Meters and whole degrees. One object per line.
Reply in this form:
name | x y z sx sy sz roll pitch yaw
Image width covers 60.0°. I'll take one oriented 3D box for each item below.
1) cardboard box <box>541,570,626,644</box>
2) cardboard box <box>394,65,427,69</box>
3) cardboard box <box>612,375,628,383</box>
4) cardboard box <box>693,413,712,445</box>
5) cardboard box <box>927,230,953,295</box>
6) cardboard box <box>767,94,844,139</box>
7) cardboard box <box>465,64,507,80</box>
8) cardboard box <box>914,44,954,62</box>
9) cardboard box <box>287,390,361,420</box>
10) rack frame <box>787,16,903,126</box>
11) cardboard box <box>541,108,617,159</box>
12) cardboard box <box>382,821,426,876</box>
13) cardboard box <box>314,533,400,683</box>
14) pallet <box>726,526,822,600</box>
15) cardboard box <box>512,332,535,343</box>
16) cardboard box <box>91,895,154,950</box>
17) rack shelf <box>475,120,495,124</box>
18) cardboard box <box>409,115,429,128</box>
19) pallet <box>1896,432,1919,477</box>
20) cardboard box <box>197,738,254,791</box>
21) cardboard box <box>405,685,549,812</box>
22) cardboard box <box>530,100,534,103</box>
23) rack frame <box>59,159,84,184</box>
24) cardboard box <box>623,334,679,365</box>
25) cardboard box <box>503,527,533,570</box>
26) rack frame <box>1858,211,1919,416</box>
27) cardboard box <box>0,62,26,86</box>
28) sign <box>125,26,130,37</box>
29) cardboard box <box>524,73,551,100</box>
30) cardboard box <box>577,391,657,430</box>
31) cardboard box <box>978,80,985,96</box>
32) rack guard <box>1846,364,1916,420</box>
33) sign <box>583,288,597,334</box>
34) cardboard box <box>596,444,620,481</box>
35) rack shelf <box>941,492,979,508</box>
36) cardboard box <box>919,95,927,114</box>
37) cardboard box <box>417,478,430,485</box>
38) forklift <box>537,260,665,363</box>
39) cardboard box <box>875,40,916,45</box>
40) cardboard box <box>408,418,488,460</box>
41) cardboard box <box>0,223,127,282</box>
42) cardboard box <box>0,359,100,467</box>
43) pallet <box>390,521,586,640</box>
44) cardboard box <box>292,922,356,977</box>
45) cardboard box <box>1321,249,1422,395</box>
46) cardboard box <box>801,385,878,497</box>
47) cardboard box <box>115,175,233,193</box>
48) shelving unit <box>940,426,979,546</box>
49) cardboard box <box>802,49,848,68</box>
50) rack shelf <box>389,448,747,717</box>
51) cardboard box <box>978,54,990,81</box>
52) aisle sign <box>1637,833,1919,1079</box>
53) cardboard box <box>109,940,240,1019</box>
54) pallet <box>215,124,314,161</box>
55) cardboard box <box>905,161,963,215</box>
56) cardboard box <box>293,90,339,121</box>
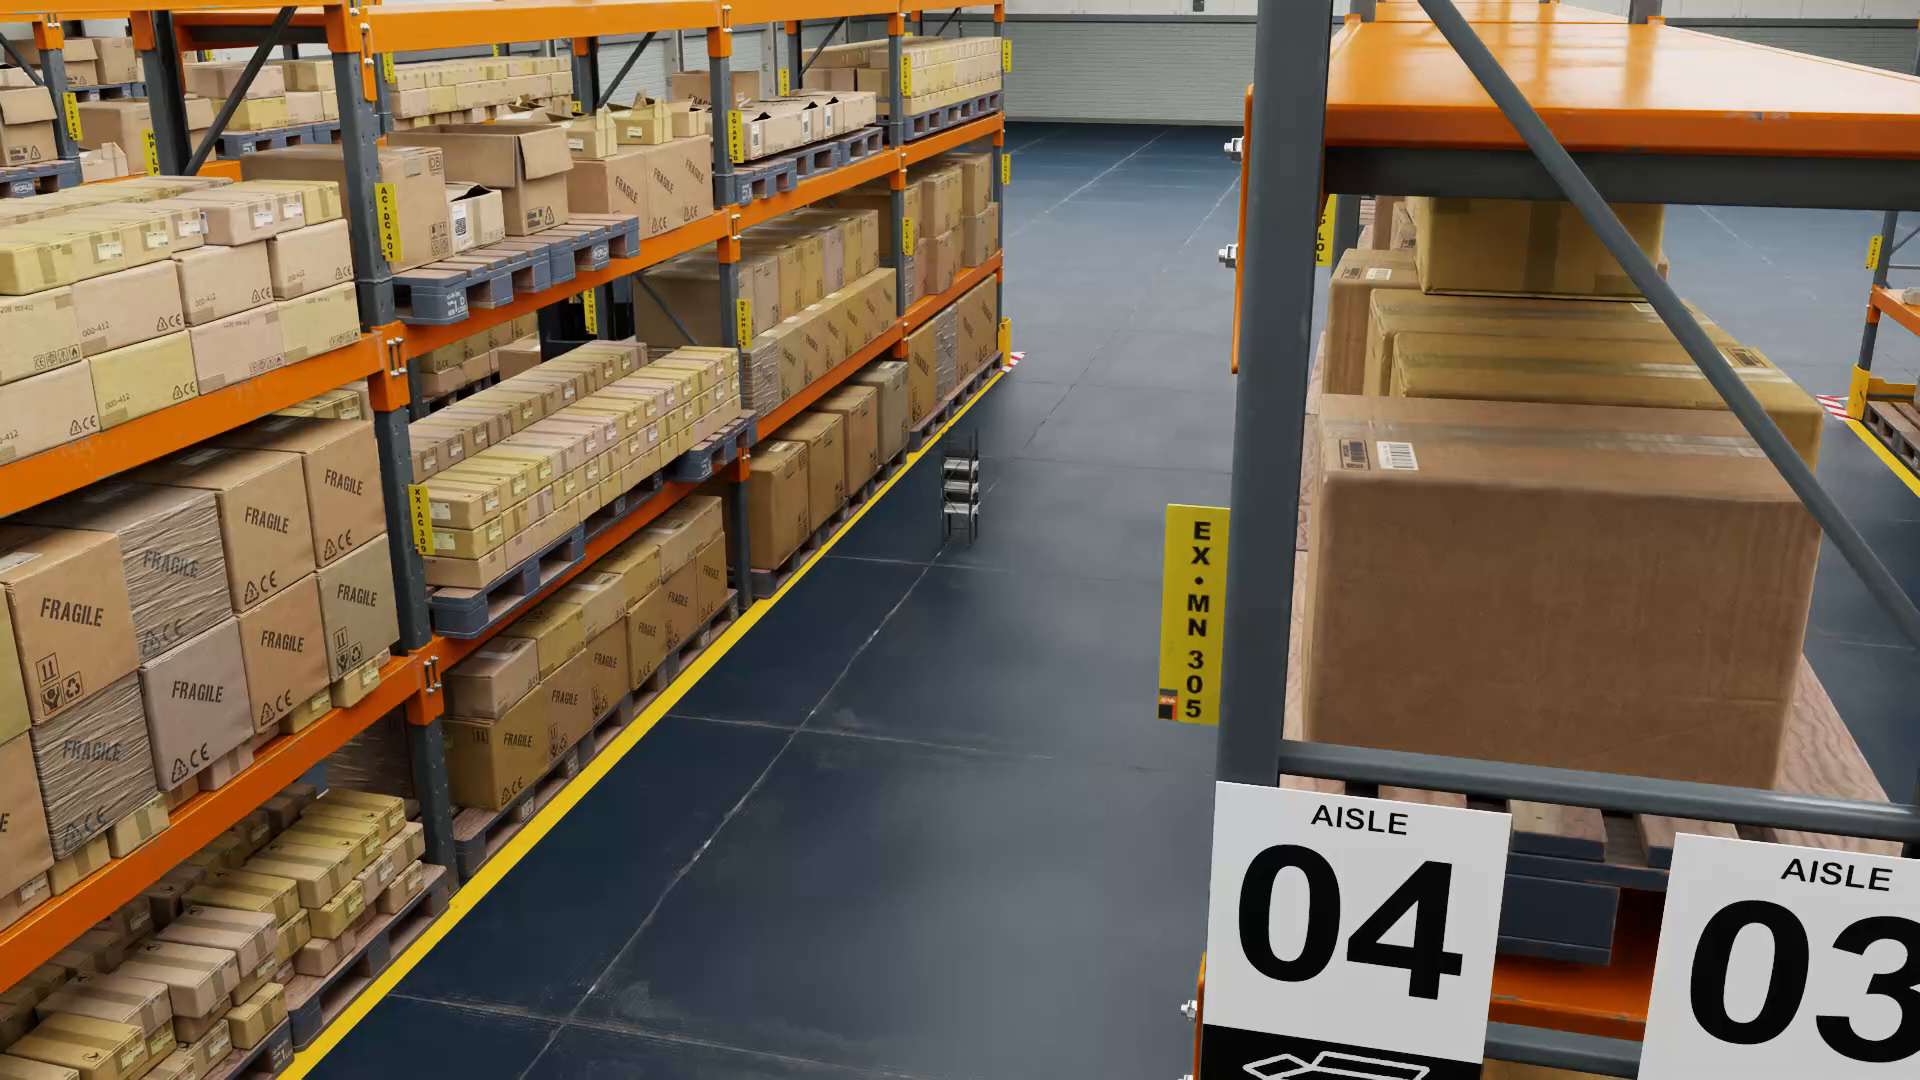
cardboard box | -2.257 0.372 9.517 0.500 0.250 0.500 5 20 15
cardboard box | -5.703 -4.794 17.096 0.380 0.149 0.250 5 19 14
cardboard box | -2.350 -0.974 10.677 0.380 0.149 0.250 6 20 16
cardboard box | -1.773 -0.705 10.349 0.380 0.149 0.250 5 19 14
cardboard box | -0.559 -2.750 16.365 0.875 0.550 0.550 5 19 13
cardboard box | -1.211 -3.284 12.856 0.500 0.311 0.500 4 19 11
cardboard box | -4.982 -4.906 17.425 0.380 0.149 0.250 5 20 15
cardboard box | -0.268 -4.638 15.836 0.380 0.149 0.250 5 19 13
cardboard box | -6.119 -1.152 15.336 0.950 0.372 0.625 6 20 17
rack frame | -0.996 -5.067 14.100 1.000 3.000 0.127 5 19 13
cardboard box | -2.114 -2.251 9.158 0.396 0.266 0.258 5 19 13
cardboard box | -2.719 1.413 7.711 0.380 0.149 0.250 5 20 14
cardboard box | -2.795 0.265 7.155 0.500 0.500 0.500 5 19 13
pallet | -1.708 0.104 12.556 1.003 0.211 1.213 5 19 13
cardboard box | -5.037 -2.138 18.409 0.500 0.250 0.500 4 19 11
cardboard box | -3.557 1.562 6.815 0.380 0.149 0.250 5 20 15
rack shelf | -5.332 -4.293 17.588 1.077 0.370 4.000 5 19 13
cardboard box | -5.386 -4.044 16.133 0.380 0.149 0.250 5 19 13
pallet | 9.092 -0.685 14.865 1.003 0.211 1.213 5 19 13
cardboard box | -2.998 0.841 6.473 0.380 0.149 0.250 4 19 11
cardboard box | -2.513 1.053 8.681 0.500 0.500 0.500 5 20 16
cardboard box | -4.913 -4.772 18.267 0.380 0.149 0.250 5 19 14
rack frame | -6.798 -1.333 12.451 1.000 3.000 0.127 5 19 13
cardboard box | -2.124 -1.184 11.858 0.500 0.500 0.500 5 19 13
cardboard box | -2.346 0.025 8.212 0.380 0.149 0.250 5 19 14
rack frame | 9.569 -2.667 16.355 1.000 3.000 0.127 5 19 13
cardboard box | -10.195 -4.843 17.418 0.500 0.311 0.500 5 20 15
sign | -10.194 -6.148 20.431 0.100 0.325 0.005 5 19 13
cardboard box | -4.844 -4.992 18.293 0.500 0.250 0.500 4 19 13
cardboard box | -1.967 -0.741 9.534 0.380 0.149 0.250 6 20 16
cardboard box | 0.042 -4.659 17.130 0.380 0.149 0.250 5 19 14
rack guard | 9.596 -1.457 16.679 1.175 0.500 0.348 5 19 13
sign | -2.512 -1.565 11.337 0.100 0.325 0.005 5 19 13
cardboard box | -2.093 -0.440 9.113 0.380 0.149 0.250 4 19 12
rack shelf | -0.002 -0.307 13.075 0.258 0.077 0.200 5 19 13
cardboard box | -0.516 -3.943 15.035 0.380 0.149 0.250 5 19 14
cardboard box | -2.918 -0.242 8.533 0.380 0.149 0.250 6 20 16
forklift | -3.069 -1.954 14.374 1.130 2.935 3.031 -3 19 -9
cardboard box | -0.658 -5.008 16.917 0.380 0.149 0.250 4 19 12
cardboard box | -2.785 -0.547 8.968 0.380 0.149 0.250 4 19 12
cardboard box | -3.053 -0.967 5.579 0.380 0.149 0.250 5 19 13
cardboard box | -3.187 -0.424 5.379 0.500 0.250 0.500 5 19 13
pallet | -2.623 0.142 8.427 1.003 0.211 1.213 5 19 13
cardboard box | -2.863 1.743 7.206 0.380 0.149 0.250 4 19 12
cardboard box | 1.300 -0.439 4.232 0.700 0.500 0.500 6 20 16
cardboard box | -1.300 -0.858 13.890 1.050 0.750 0.750 5 19 13
cardboard box | -3.257 -1.422 6.912 0.380 0.149 0.250 4 19 12
shelving unit | -0.002 -0.423 13.035 0.258 0.900 0.210 5 19 13
cardboard box | -1.216 -4.292 14.822 0.380 0.149 0.250 4 19 13
rack shelf | -2.462 -0.007 9.680 1.077 0.370 4.000 5 19 13
cardboard box | 0.010 -4.885 17.175 0.500 0.250 0.500 5 19 13
aisle sign | 1.130 0.773 2.263 0.394 0.787 0.004 5 19 13
cardboard box | -3.032 1.695 6.425 0.380 0.149 0.250 4 19 11
pallet | -6.325 -3.407 14.172 1.213 0.211 1.003 5 19 13
cardboard box | -0.460 -3.606 17.201 0.875 0.550 0.550 5 19 13
cardboard box | -5.823 -3.940 15.023 0.500 0.250 0.500 4 19 12
